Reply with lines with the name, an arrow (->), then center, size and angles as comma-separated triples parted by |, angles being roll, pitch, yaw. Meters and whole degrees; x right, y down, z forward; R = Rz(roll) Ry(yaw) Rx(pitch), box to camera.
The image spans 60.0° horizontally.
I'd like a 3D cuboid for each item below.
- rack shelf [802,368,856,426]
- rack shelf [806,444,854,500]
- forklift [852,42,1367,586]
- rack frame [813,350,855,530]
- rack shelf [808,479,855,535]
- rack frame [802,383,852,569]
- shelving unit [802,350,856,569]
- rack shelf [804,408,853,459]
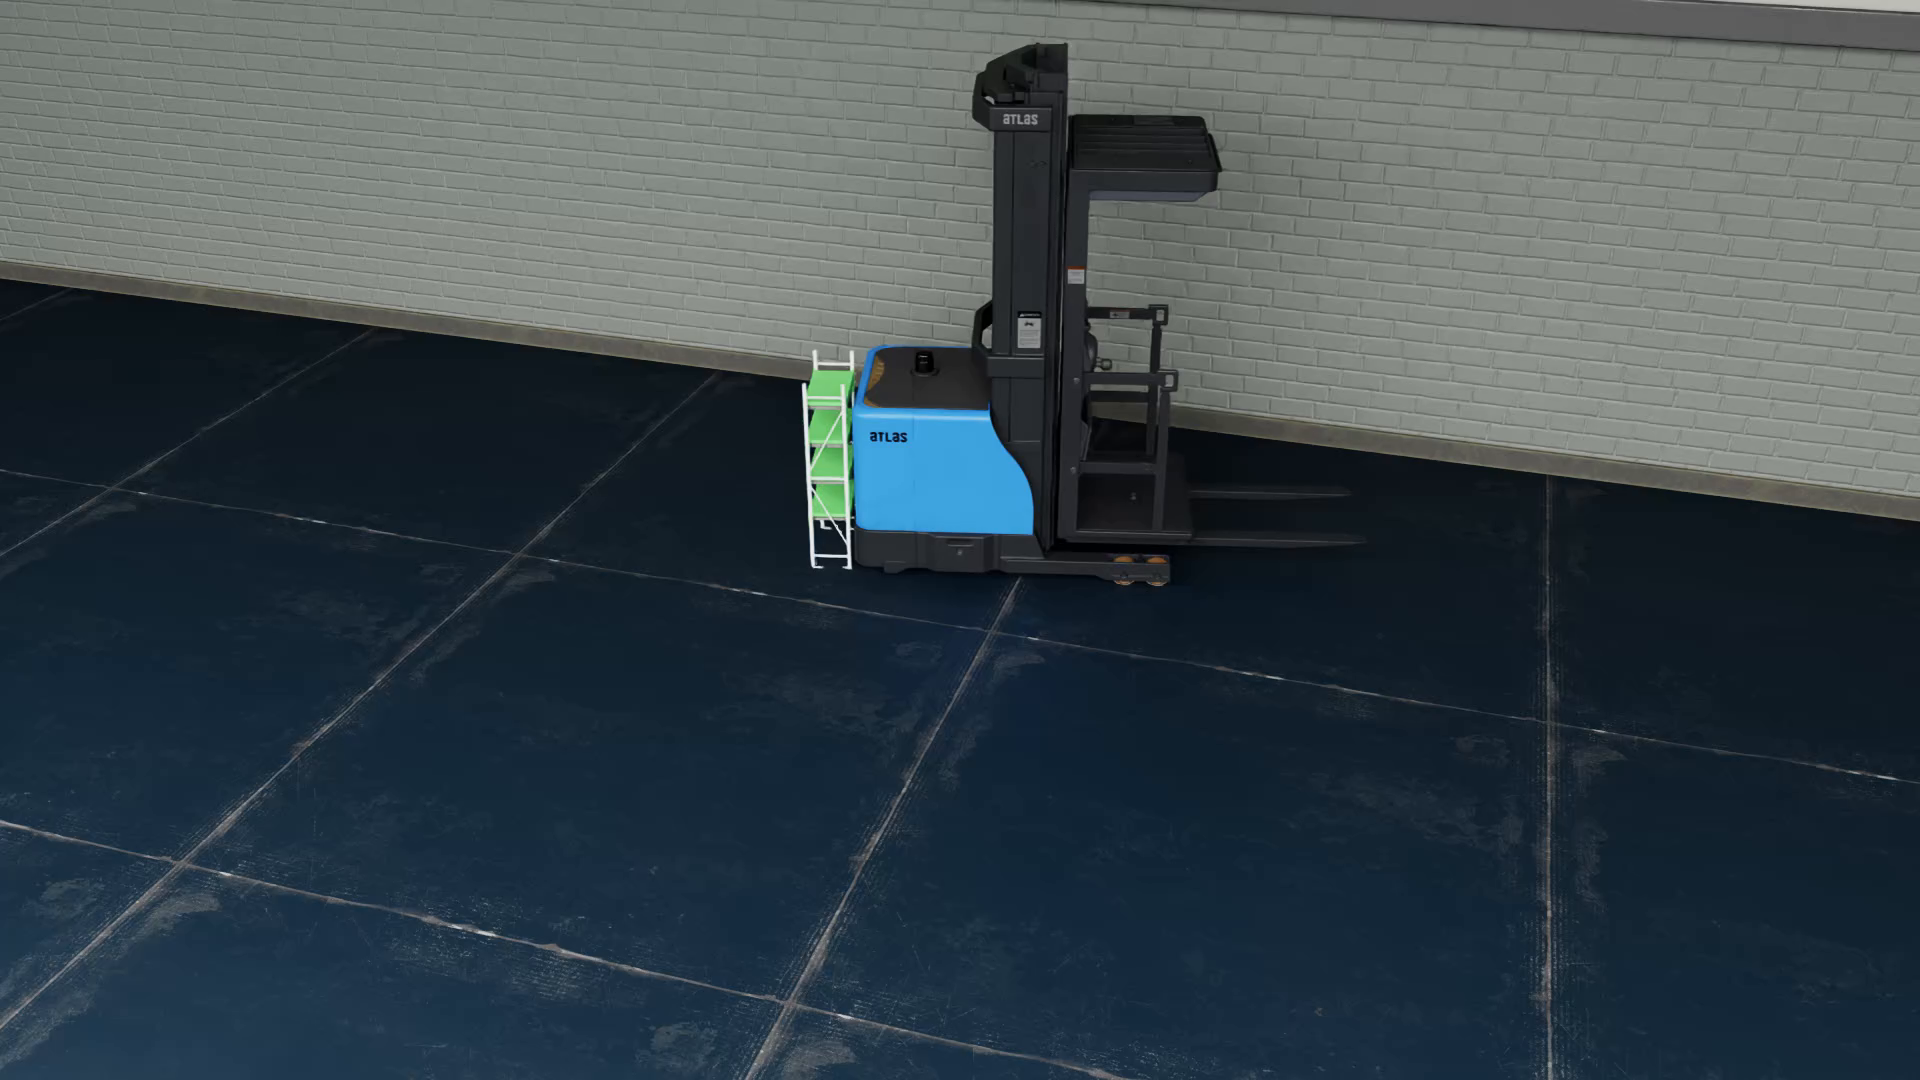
rack shelf -> -0.760, -0.839, 9.703 | 0.258, 0.148, 0.480 | 1, 29, 2
rack shelf -> -0.760, -0.420, 9.937 | 0.258, 0.148, 0.480 | 1, 29, 2
forklift -> 0.906, -1.277, 9.565 | 3.031, 2.935, 1.130 | 2, 29, 3
rack frame -> -0.749, -0.594, 10.119 | 0.240, 1.200, 0.015 | 1, 29, 2
rack shelf -> -0.760, -0.210, 10.053 | 0.258, 0.148, 0.480 | 1, 29, 2
rack frame -> -0.771, -0.357, 9.693 | 0.240, 1.200, 0.015 | 1, 29, 2
shelving unit -> -0.760, -0.476, 9.906 | 0.258, 1.200, 0.503 | 1, 29, 2
rack shelf -> -0.760, -0.629, 9.820 | 0.258, 0.148, 0.480 | 1, 29, 2
